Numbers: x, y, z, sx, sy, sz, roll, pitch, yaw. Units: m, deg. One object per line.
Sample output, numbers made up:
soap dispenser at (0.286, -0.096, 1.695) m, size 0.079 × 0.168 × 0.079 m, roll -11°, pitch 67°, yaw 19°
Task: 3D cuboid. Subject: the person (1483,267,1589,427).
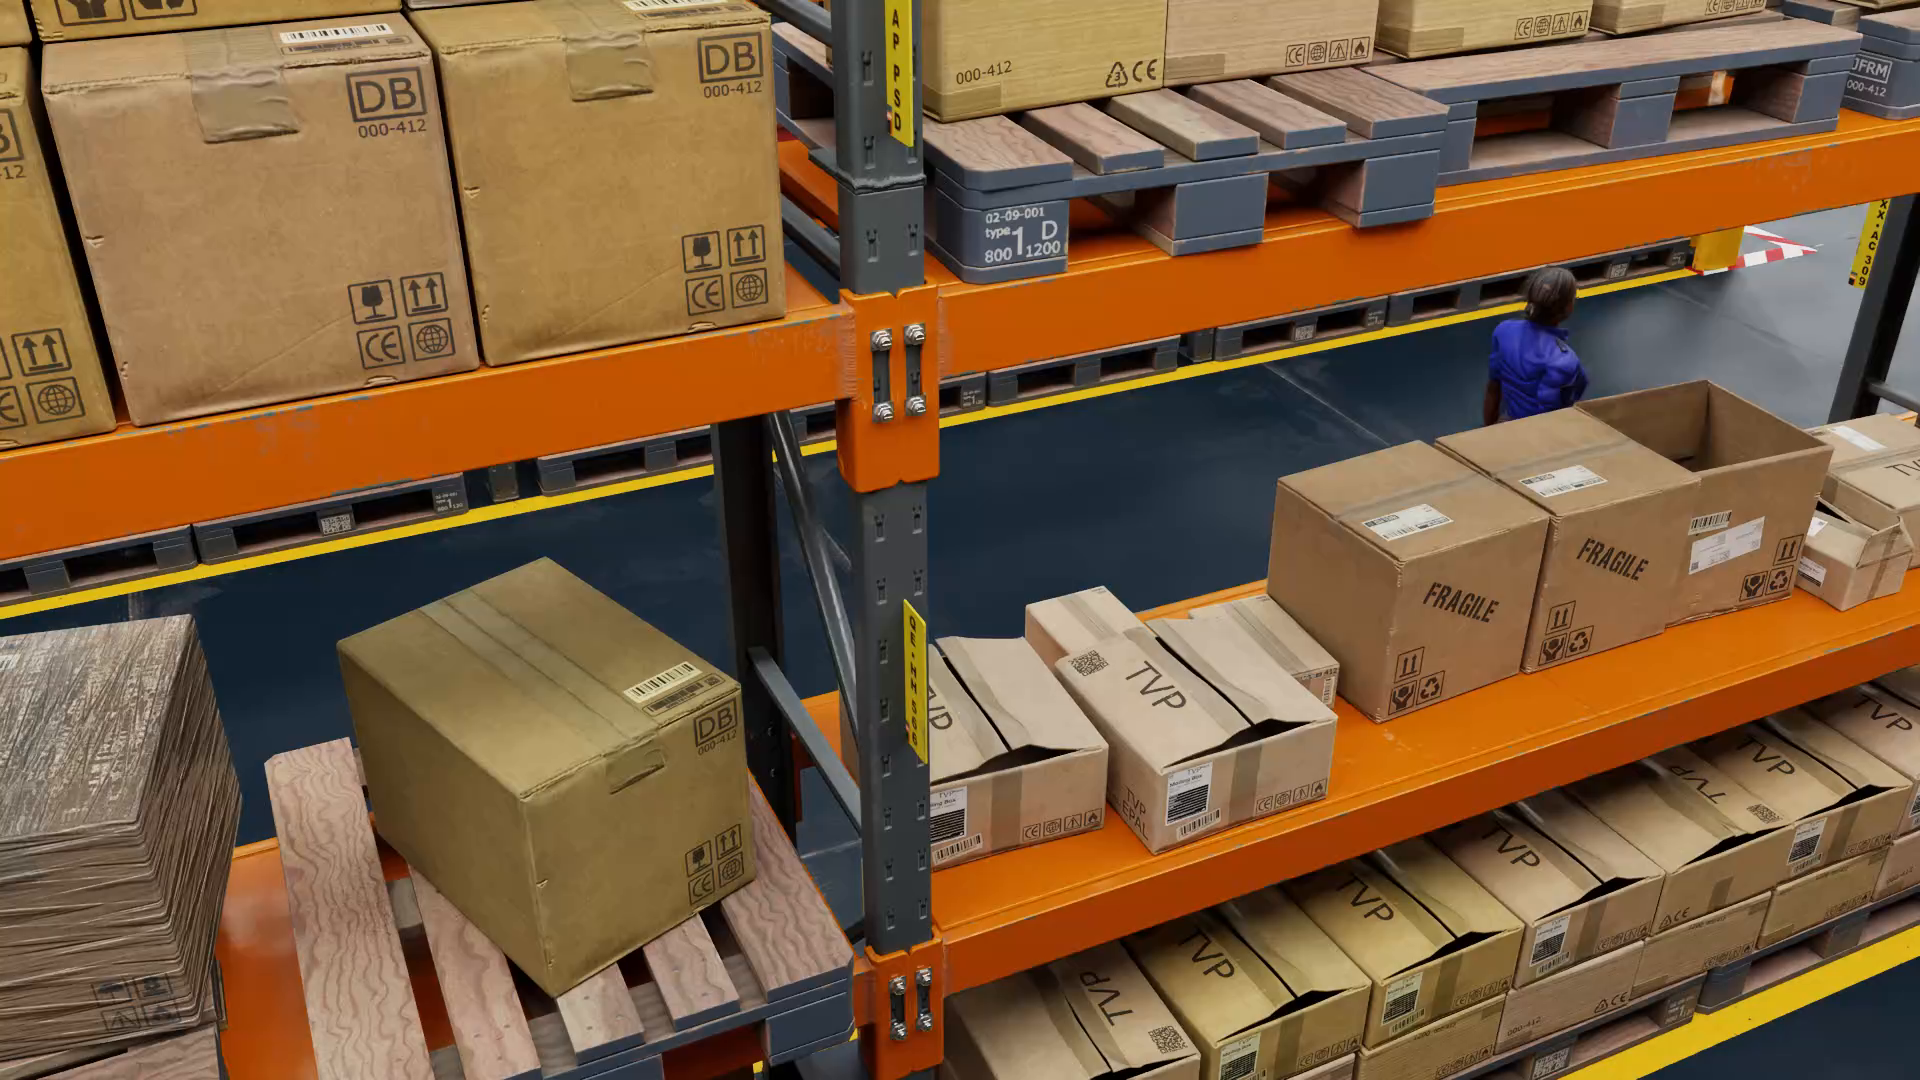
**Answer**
person at (2.222, -0.319, 6.661) m, size 0.651 × 1.635 × 0.438 m, roll -13°, pitch 32°, yaw -21°
